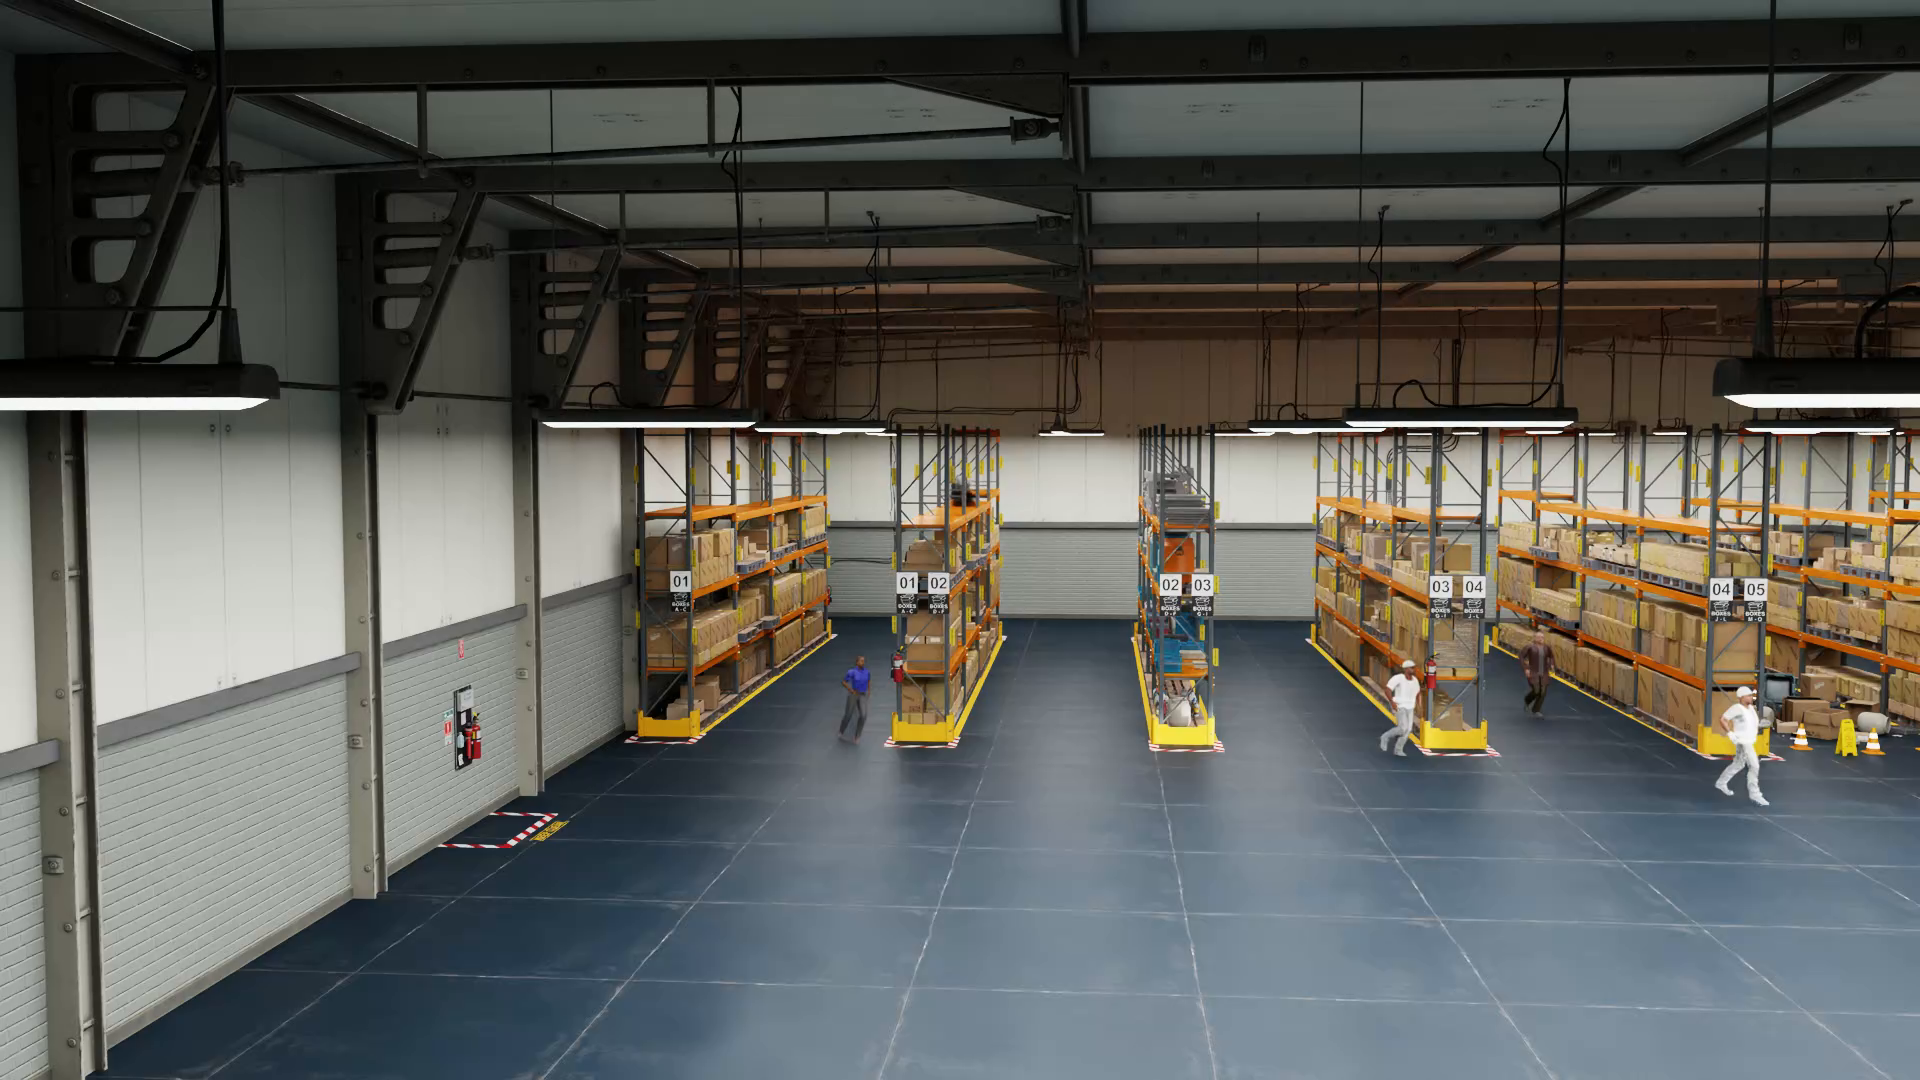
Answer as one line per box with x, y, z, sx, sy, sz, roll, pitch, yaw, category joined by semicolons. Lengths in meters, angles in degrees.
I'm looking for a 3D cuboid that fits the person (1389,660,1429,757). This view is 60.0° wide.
8.159;3.034;29.965;0.728;1.722;0.597;-2;4;-31;person

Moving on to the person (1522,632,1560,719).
11.956;2.777;34.068;0.700;1.795;0.769;0;3;-7;person

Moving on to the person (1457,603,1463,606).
13.521;2.096;45.066;0.716;1.754;0.878;1;4;18;person

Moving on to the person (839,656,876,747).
-1.828;2.998;31.196;0.660;1.635;0.923;-2;4;-30;person

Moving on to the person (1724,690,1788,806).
12.483;3.228;26.057;0.992;1.762;0.682;3;5;43;person
